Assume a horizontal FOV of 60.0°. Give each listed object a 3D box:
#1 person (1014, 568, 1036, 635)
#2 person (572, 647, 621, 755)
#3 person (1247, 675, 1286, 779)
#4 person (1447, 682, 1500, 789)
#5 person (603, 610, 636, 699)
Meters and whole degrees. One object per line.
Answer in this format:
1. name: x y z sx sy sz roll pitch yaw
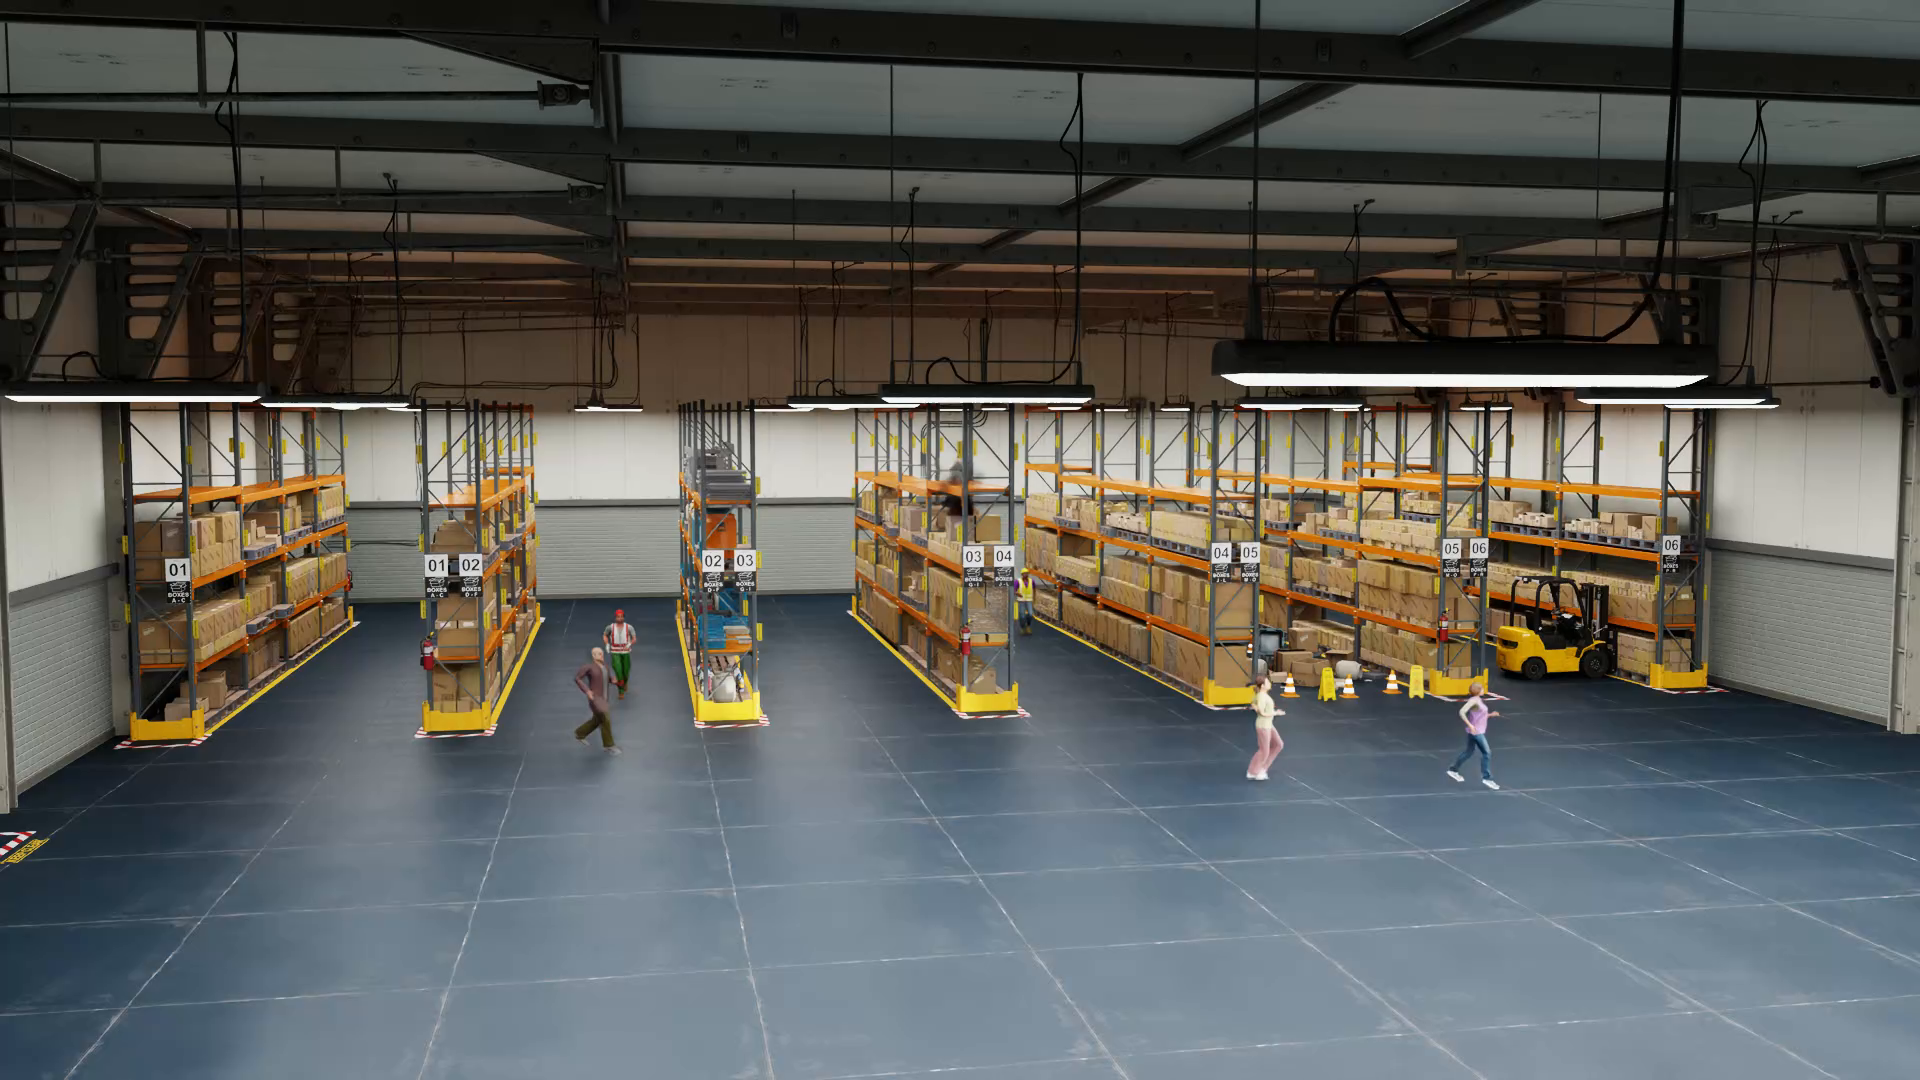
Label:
1. person: 1.688 1.594 43.147 0.676 1.739 0.660 -1 4 -8
2. person: -6.145 2.706 28.172 0.988 1.802 0.687 2 5 20
3. person: 4.786 2.934 25.967 0.595 1.656 0.562 1 4 14
4. person: 7.891 2.991 25.512 0.785 1.613 0.518 1 5 18
5. person: -6.887 2.295 33.684 0.663 1.777 0.803 -1 4 -14
